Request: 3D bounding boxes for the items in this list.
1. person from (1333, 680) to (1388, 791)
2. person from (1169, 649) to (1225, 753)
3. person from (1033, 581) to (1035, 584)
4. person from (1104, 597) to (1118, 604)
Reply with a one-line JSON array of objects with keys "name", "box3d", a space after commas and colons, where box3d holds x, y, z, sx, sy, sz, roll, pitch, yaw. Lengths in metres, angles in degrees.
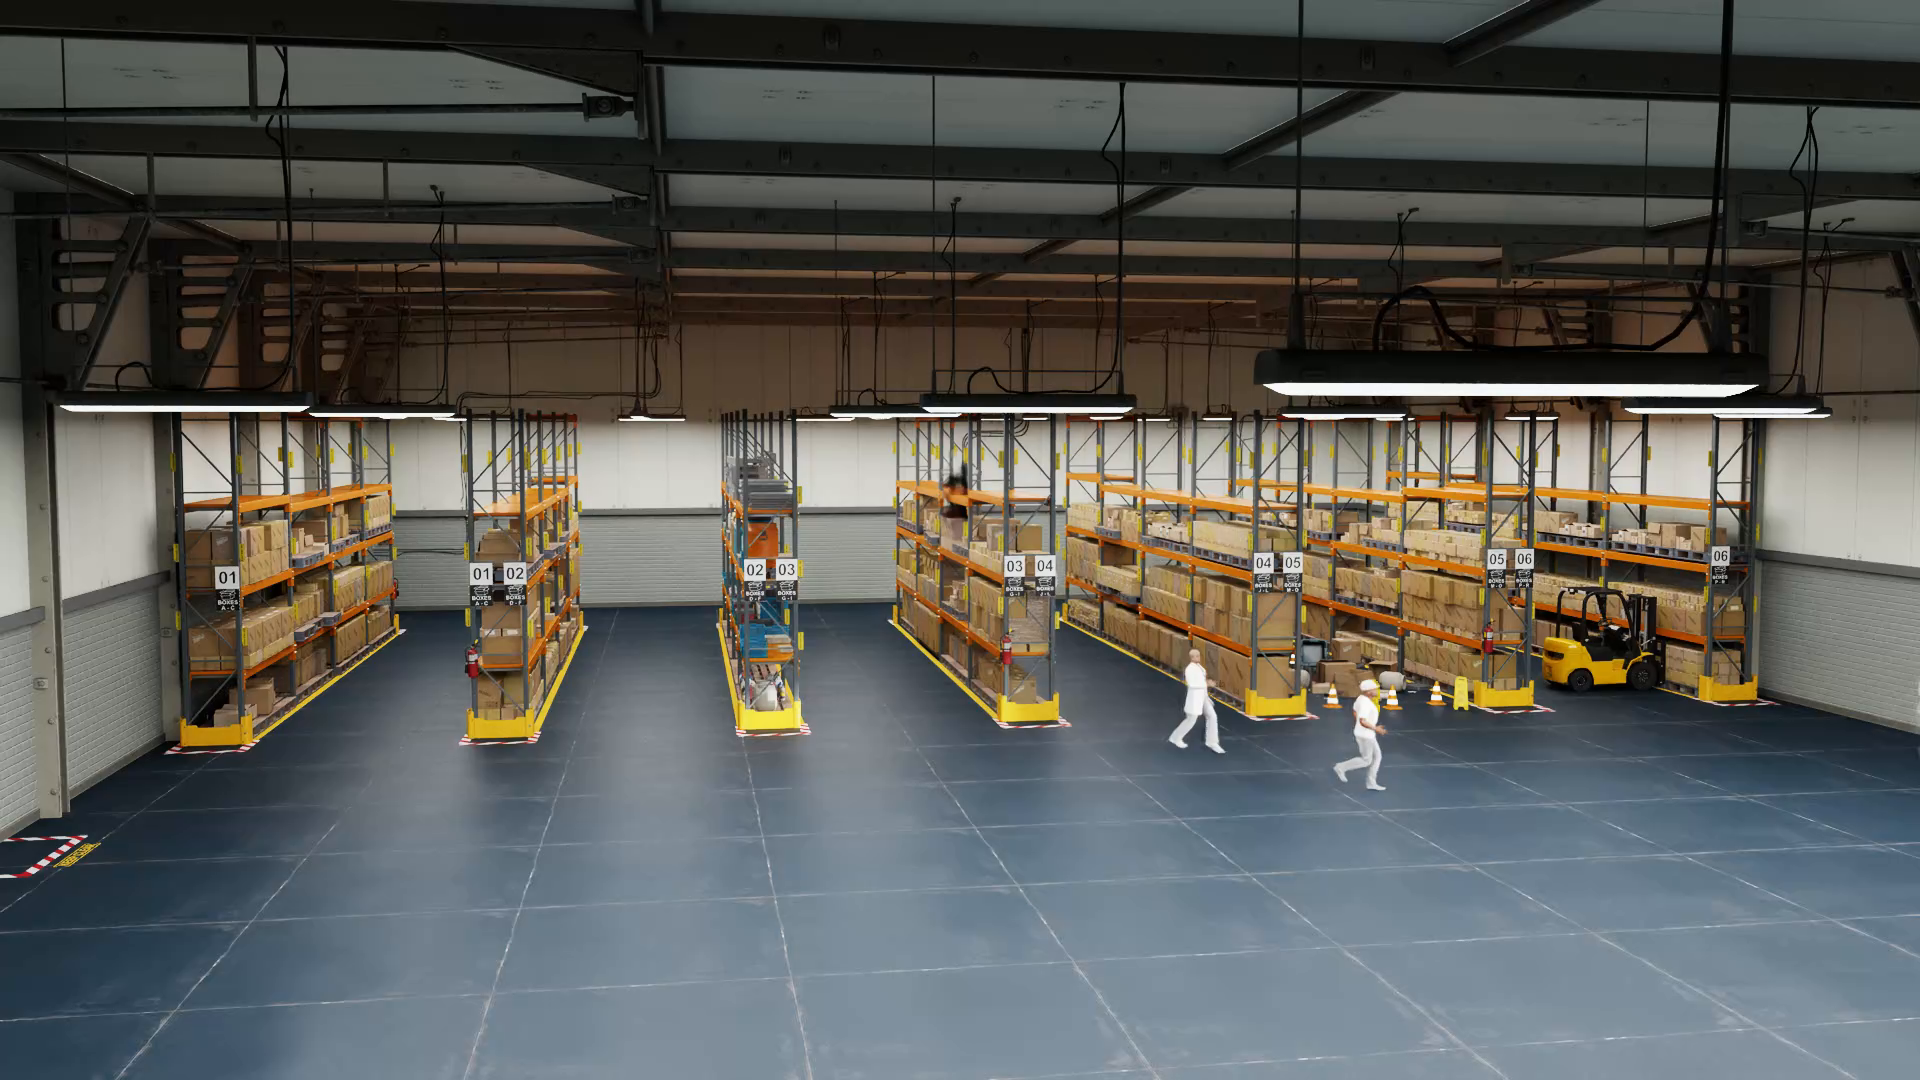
[{"name": "person", "box3d": [6.261, 3.048, 26.004, 0.815, 1.739, 0.689, 1, 4, 12]}, {"name": "person", "box3d": [4.156, 2.815, 29.129, 0.974, 1.811, 0.729, 3, 5, 32]}, {"name": "person", "box3d": [1.935, 1.507, 48.695, 0.612, 1.709, 0.730, 2, 4, 26]}, {"name": "person", "box3d": [4.454, 1.421, 50.122, 0.715, 1.639, 0.584, -1, 4, -13]}]
